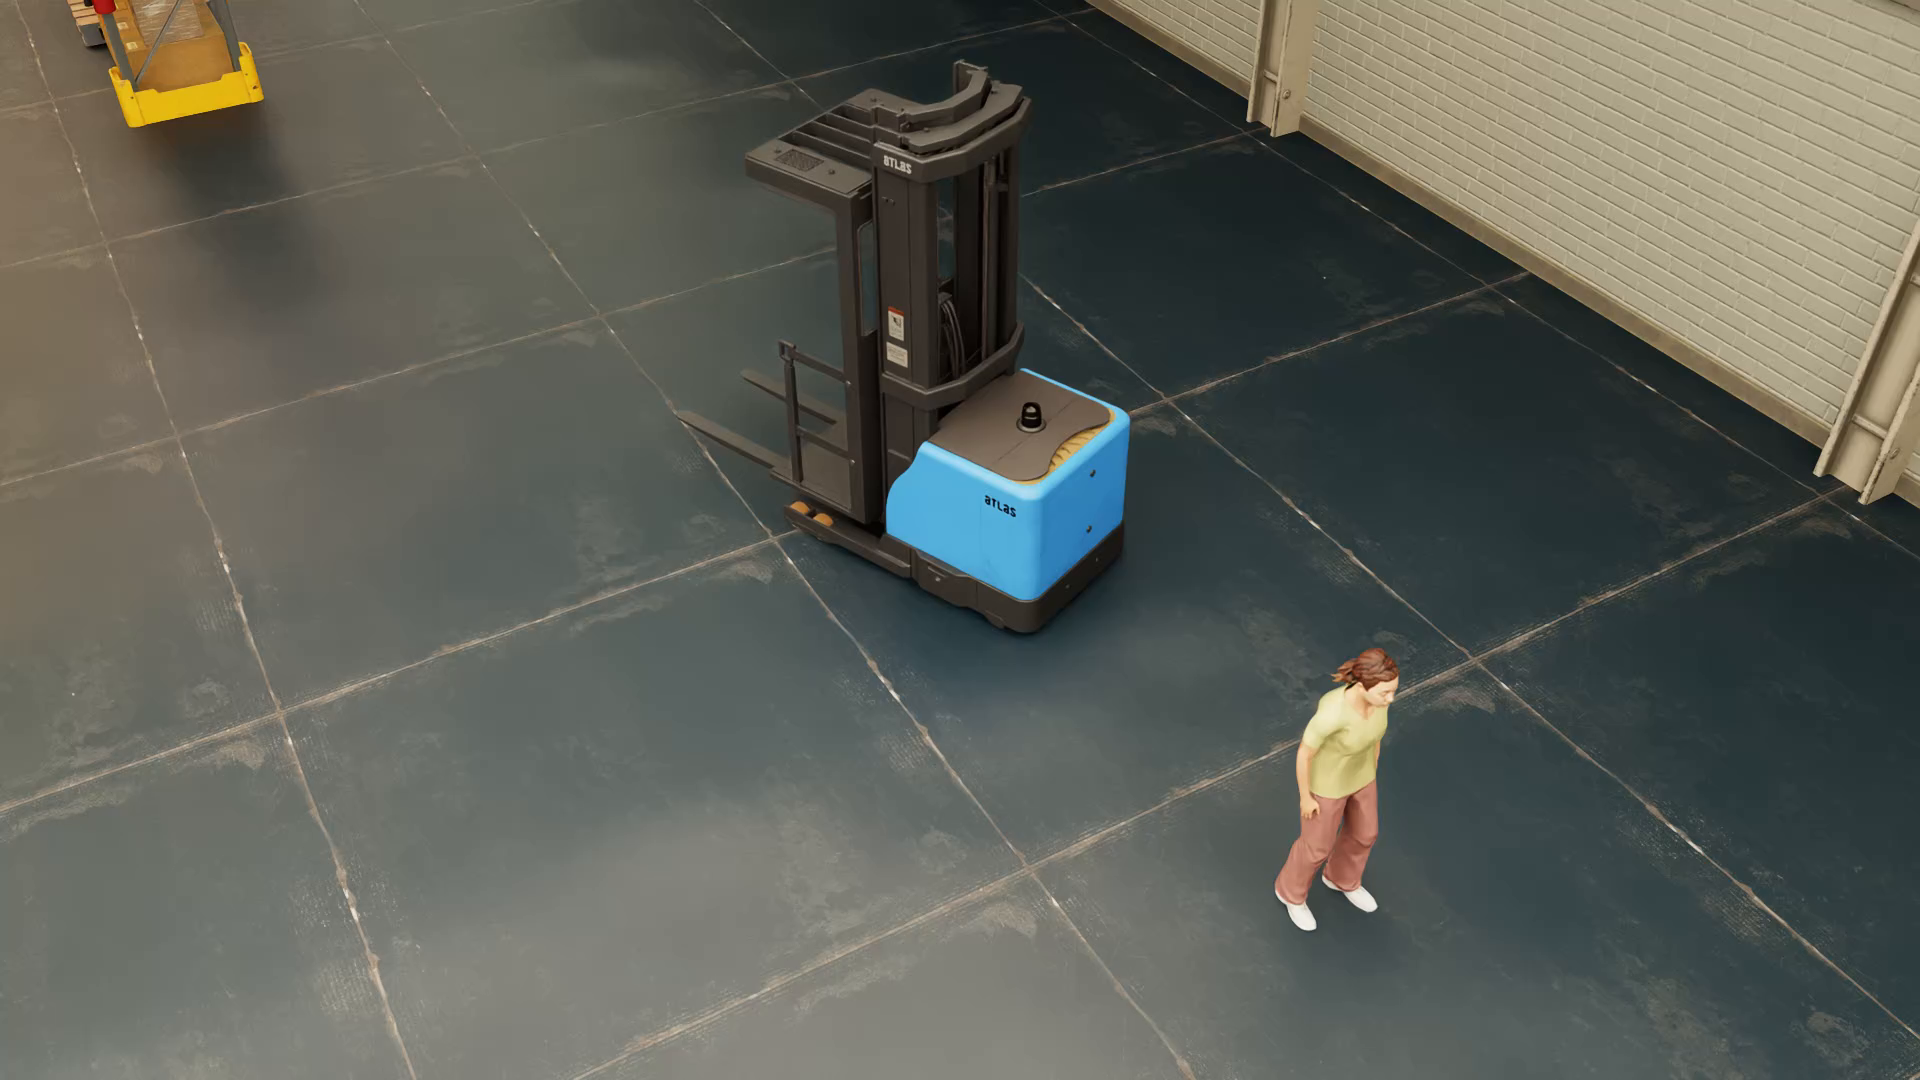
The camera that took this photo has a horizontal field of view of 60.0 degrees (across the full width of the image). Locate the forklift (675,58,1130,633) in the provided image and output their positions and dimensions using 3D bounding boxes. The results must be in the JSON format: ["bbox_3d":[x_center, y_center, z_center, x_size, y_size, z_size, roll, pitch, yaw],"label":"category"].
[{"bbox_3d":[-0.481,-1.366,9.683,3.031,2.935,1.130,26,46,28],"label":"forklift"}]

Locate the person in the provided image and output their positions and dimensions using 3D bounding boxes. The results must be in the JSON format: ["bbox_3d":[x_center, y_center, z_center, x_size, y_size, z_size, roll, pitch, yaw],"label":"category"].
[{"bbox_3d":[1.778,1.135,7.663,0.515,1.677,0.391,-22,44,-24],"label":"person"}]
